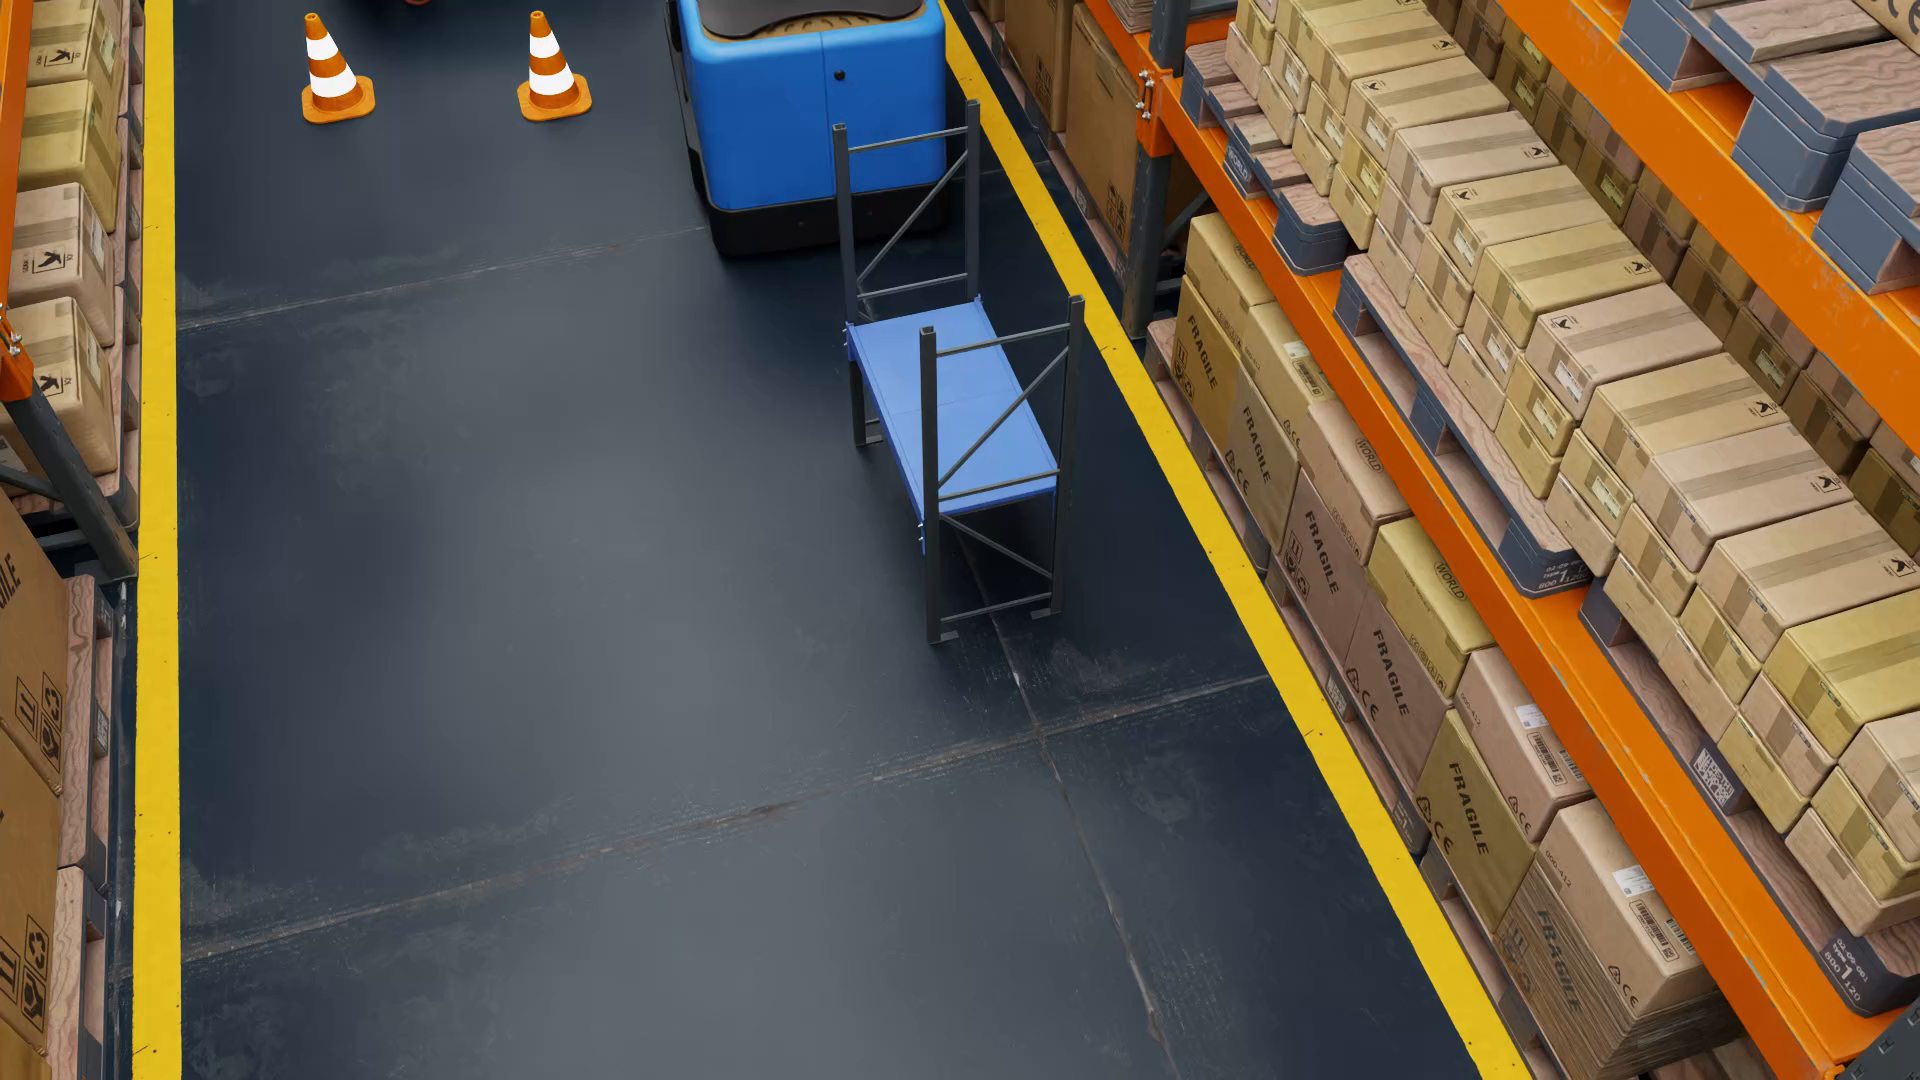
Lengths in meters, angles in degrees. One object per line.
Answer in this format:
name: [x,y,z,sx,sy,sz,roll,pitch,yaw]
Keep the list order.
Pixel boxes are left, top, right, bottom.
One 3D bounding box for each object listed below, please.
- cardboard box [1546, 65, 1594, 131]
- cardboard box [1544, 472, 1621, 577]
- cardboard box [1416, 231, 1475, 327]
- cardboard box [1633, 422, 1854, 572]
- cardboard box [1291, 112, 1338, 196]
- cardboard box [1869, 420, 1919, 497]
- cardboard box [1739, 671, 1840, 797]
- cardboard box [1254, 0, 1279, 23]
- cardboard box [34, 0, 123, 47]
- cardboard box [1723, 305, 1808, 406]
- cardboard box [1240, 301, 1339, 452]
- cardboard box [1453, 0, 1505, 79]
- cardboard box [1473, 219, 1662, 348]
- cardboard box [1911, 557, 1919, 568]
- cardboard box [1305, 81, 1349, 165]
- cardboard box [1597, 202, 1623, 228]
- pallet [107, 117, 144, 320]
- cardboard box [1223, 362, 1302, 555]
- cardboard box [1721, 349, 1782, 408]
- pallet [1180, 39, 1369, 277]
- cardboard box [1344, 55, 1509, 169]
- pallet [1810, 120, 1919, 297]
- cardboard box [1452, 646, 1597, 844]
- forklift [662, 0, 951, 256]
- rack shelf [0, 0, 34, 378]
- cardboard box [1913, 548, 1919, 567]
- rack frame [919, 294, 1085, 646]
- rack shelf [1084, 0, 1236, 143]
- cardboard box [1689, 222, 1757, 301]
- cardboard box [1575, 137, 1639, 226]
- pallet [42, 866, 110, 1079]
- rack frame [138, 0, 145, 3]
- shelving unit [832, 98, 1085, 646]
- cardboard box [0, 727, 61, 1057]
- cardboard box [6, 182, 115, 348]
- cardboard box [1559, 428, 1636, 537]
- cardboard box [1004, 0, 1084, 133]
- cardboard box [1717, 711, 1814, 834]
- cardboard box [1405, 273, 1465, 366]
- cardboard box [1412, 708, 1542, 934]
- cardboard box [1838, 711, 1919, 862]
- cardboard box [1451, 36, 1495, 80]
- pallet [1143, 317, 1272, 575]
cardboard box: [1.990,-1.374,4.947,0.380,0.149,0.250,-12,51,-10]
cardboard box: [1.740,-0.087,4.251,0.380,0.149,0.250,-15,52,-13]
cardboard box: [1.508,-0.763,4.627,0.380,0.149,0.250,-14,51,-11]
cardboard box: [1.820,-0.102,3.875,0.380,0.149,0.250,-13,51,-11]
cardboard box: [1.274,-1.241,5.224,0.380,0.149,0.250,-11,51,-9]
cardboard box: [2.447,-0.241,3.992,0.380,0.149,0.250,-14,51,-11]
cardboard box: [1.972,0.382,3.662,0.380,0.149,0.250,-13,51,-11]
cardboard box: [1.127,-1.813,5.317,0.380,0.149,0.250,-13,51,-11]
cardboard box: [-4.550,-2.586,7.912,0.950,0.372,0.625,-13,51,-11]
cardboard box: [2.288,-0.529,4.429,0.380,0.149,0.250,-14,51,-12]
cardboard box: [1.297,-0.594,5.659,0.500,0.250,0.500,-14,51,-11]
cardboard box: [1.836,-1.649,5.374,0.380,0.149,0.250,-12,51,-10]
cardboard box: [1.587,-0.674,4.357,0.380,0.149,0.250,-14,51,-11]
cardboard box: [2.523,0.139,4.060,0.380,0.149,0.250,-13,51,-11]
cardboard box: [1.290,-1.312,5.089,0.380,0.149,0.250,-15,51,-12]
cardboard box: [2.059,-1.001,5.022,0.380,0.149,0.250,-15,52,-13]
pallet: [-4.111,-1.320,7.225,1.003,0.211,1.213,-13,51,-11]
cardboard box: [1.292,-0.340,5.935,0.500,0.500,0.500,-13,51,-11]
cardboard box: [2.289,-0.429,4.539,0.380,0.149,0.250,-14,51,-12]
pallet: [1.487,-1.393,5.588,1.213,0.211,1.003,-13,51,-11]
cardboard box: [1.354,-1.247,4.840,0.380,0.149,0.250,-15,52,-12]
pallet: [2.277,-0.411,2.796,1.213,0.211,1.003,-13,51,-11]
cardboard box: [1.756,0.533,4.708,0.500,0.250,0.500,-11,51,-9]
forklift: [-0.861,-3.328,7.138,1.130,2.935,3.031,-10,51,-8]
rack shelf: [-4.116,-1.987,6.434,1.077,0.370,4.000,-13,51,-11]
cardboard box: [2.525,0.051,3.940,0.380,0.149,0.250,-12,51,-10]
rack frame: [0.125,-0.174,5.416,0.500,1.500,0.032,-13,51,-11]
rack shelf: [0.583,-3.180,7.440,1.077,0.370,4.000,-13,51,-11]
cardboard box: [2.214,-0.808,4.470,0.380,0.149,0.250,-12,51,-10]
cardboard box: [2.061,-1.093,4.904,0.380,0.149,0.250,-14,51,-11]
pallet: [-3.006,1.623,4.744,1.003,0.211,1.213,-13,51,-11]
rack frame: [-4.707,-3.680,7.390,1.000,3.000,0.127,-13,51,-11]
shelving unit: [-0.025,-0.546,5.729,0.538,1.500,1.048,-13,51,-11]
cardboard box: [-3.140,0.967,4.588,0.875,0.875,0.875,-13,51,-11]
cardboard box: [-3.908,-0.999,6.574,0.950,0.372,0.625,-14,51,-12]
cardboard box: [1.741,-0.189,4.143,0.380,0.149,0.250,-16,52,-13]
cardboard box: [0.819,-2.465,7.563,1.050,0.750,0.750,-13,51,-10]
cardboard box: [1.973,0.481,3.773,0.380,0.149,0.250,-13,51,-11]
cardboard box: [1.508,-0.666,4.739,0.380,0.149,0.250,-13,51,-10]
cardboard box: [1.747,0.782,4.989,0.500,0.500,0.500,-14,51,-12]
cardboard box: [2.052,0.475,3.388,0.380,0.149,0.250,-11,51,-9]
cardboard box: [1.831,-1.568,5.499,0.380,0.149,0.250,-13,51,-11]
pallet: [1.404,-0.482,6.518,1.003,0.211,1.213,-13,51,-11]
